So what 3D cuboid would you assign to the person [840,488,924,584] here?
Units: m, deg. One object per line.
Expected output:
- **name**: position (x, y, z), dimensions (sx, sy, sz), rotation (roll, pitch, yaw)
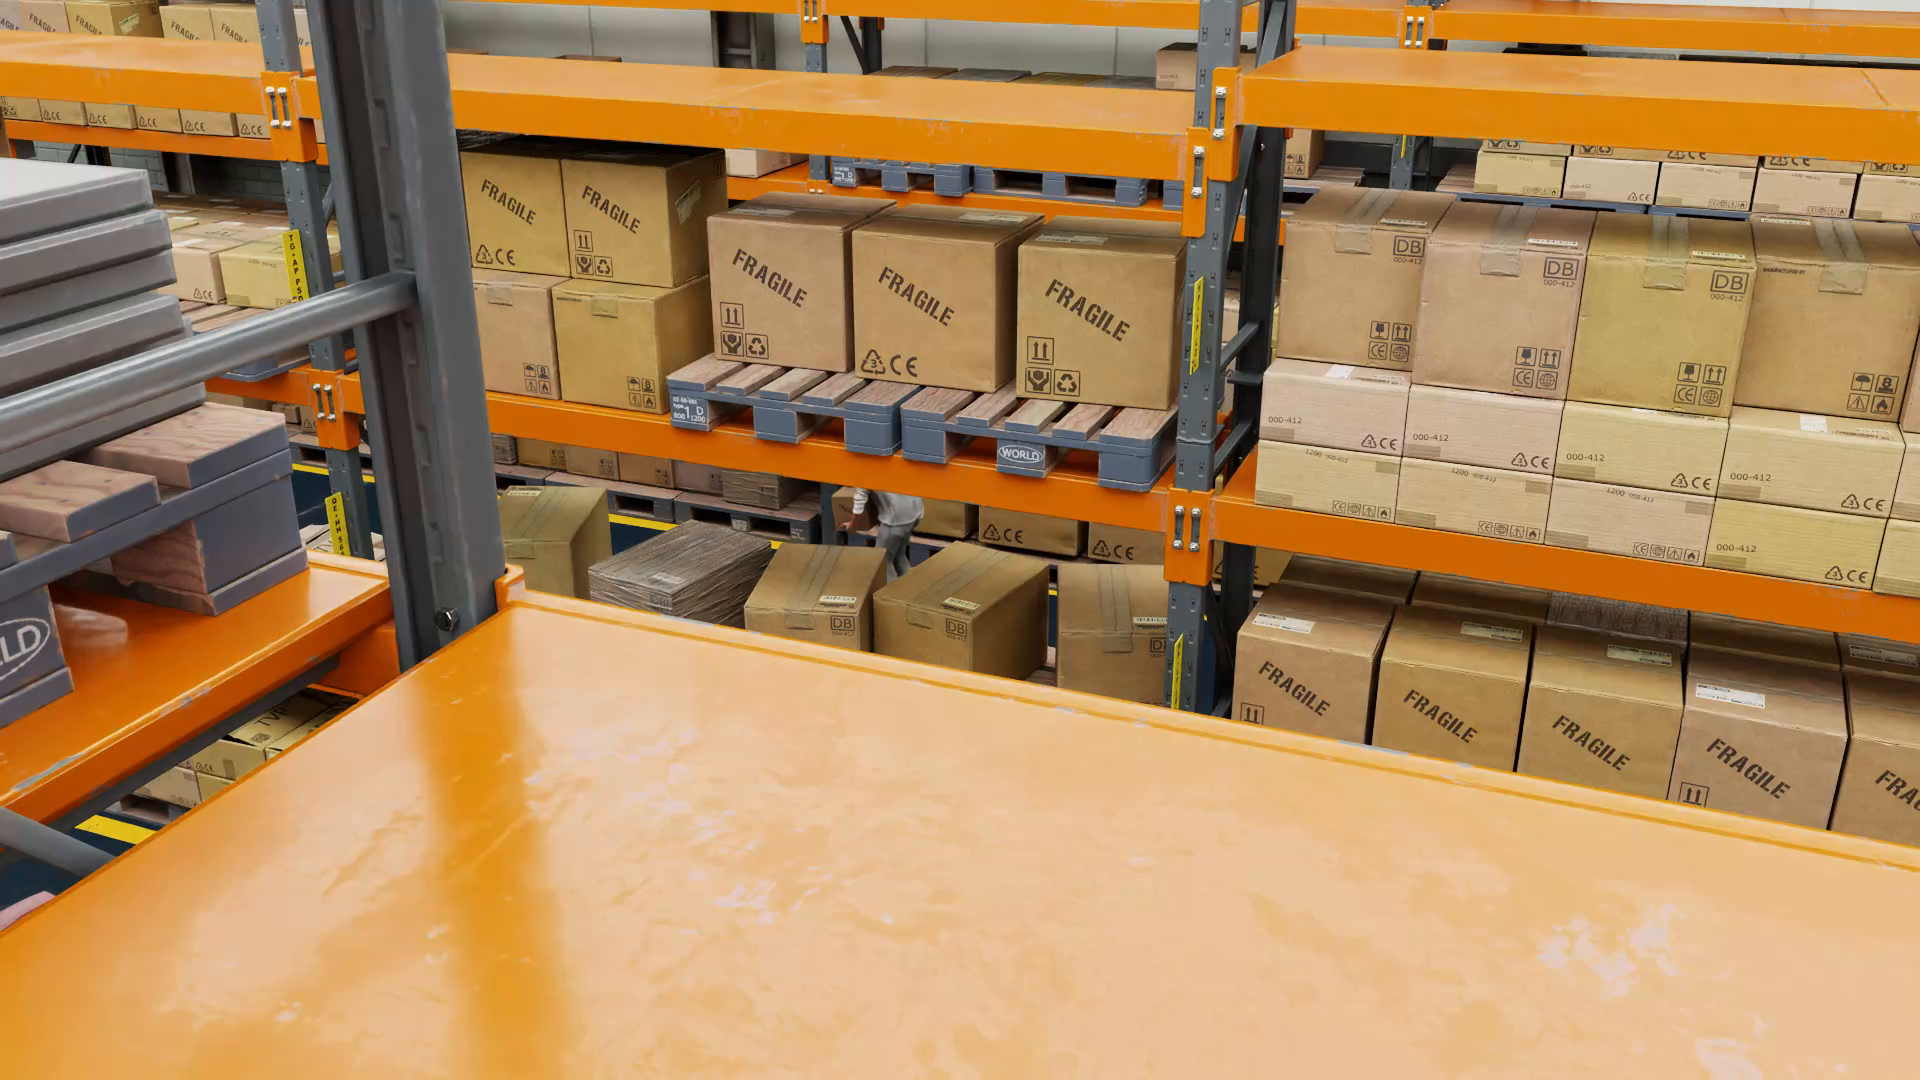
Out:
- **person**: position (-0.517, -0.135, 11.316), dimensions (0.541, 1.535, 0.373), rotation (8, 24, 19)
